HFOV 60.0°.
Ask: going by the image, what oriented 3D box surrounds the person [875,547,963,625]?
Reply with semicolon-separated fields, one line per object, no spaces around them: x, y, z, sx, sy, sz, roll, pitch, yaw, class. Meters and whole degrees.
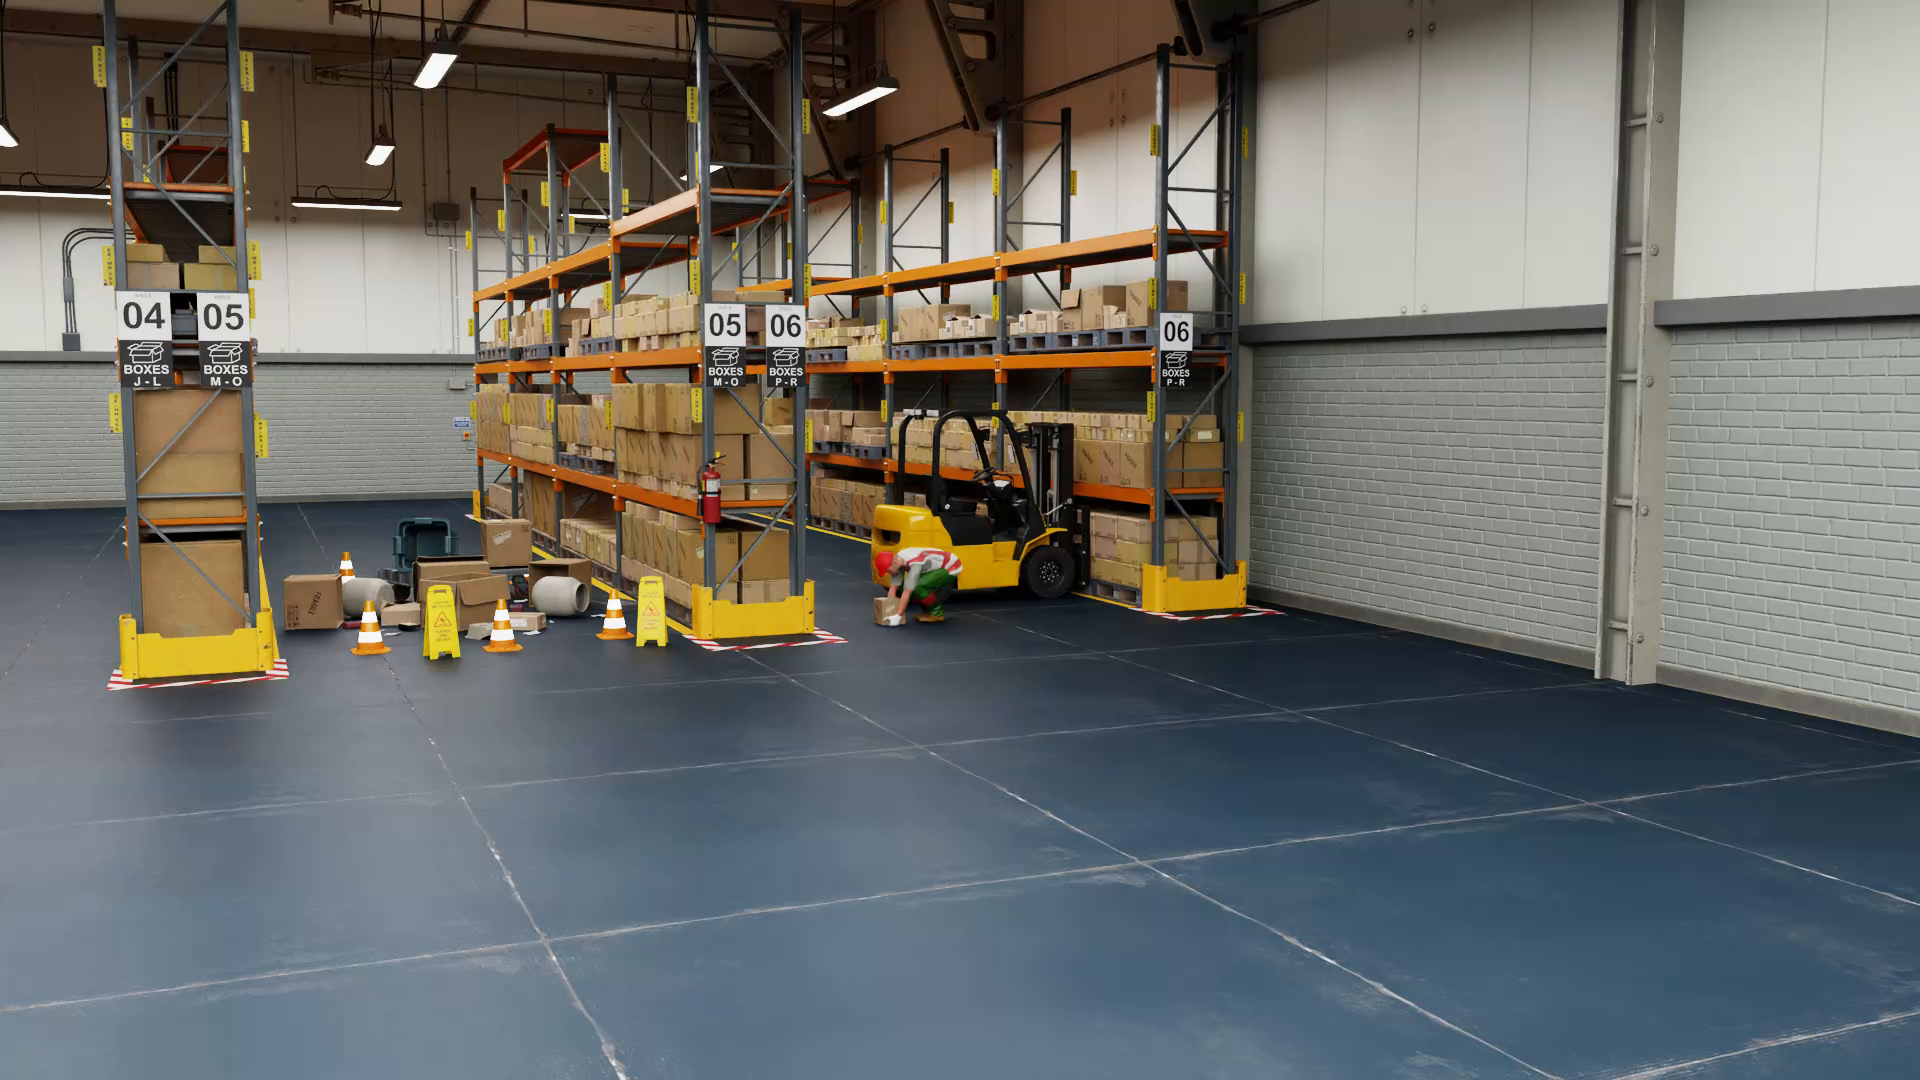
-0.439;0.470;17.140;0.959;0.798;0.520;-2;6;-25;person
